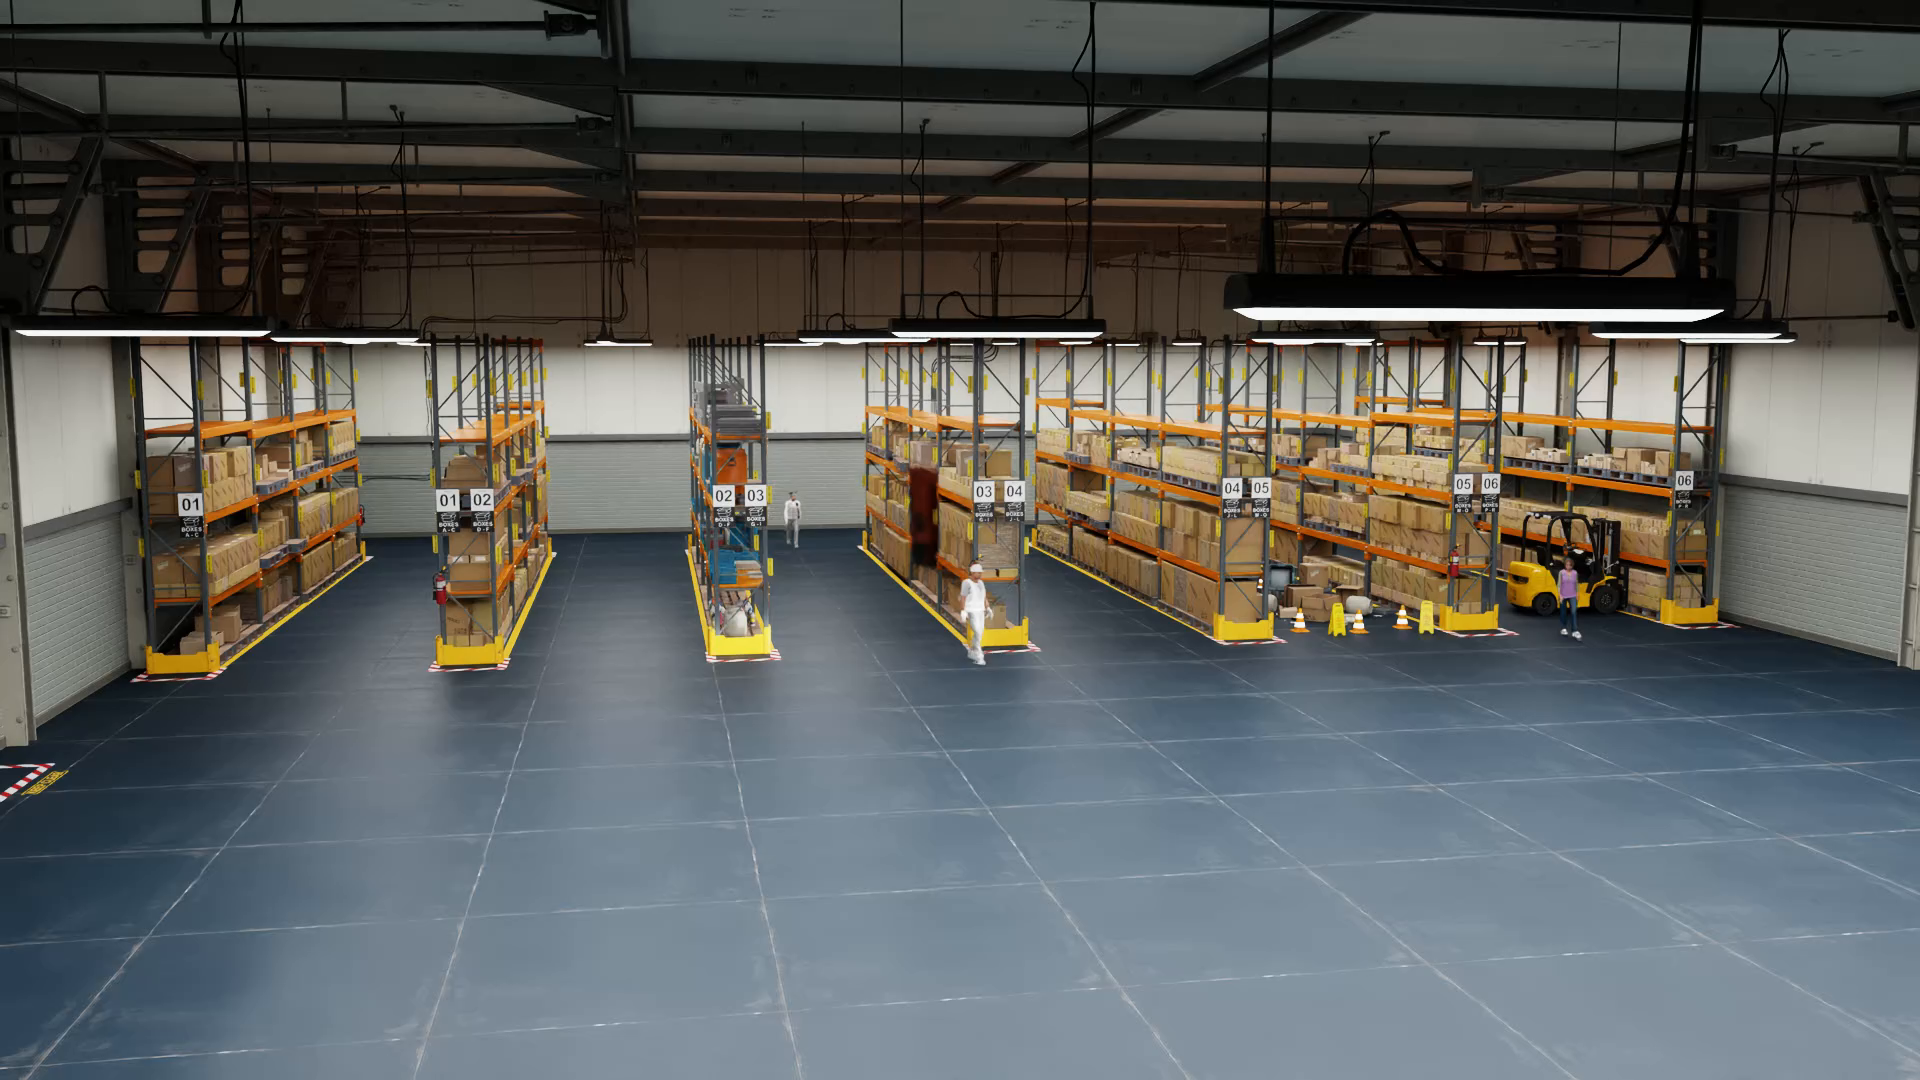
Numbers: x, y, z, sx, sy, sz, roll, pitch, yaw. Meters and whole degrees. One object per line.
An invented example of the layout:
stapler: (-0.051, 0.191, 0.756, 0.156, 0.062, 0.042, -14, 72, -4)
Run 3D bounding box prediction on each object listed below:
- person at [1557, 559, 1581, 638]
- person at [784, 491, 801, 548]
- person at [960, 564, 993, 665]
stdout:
person: (12.101, 1.154, 33.039, 0.468, 1.544, 0.894, 2, 7, 17)
person: (-4.844, -0.616, 48.145, 0.495, 1.615, 1.049, -1, 7, -11)
person: (0.344, 1.367, 30.550, 0.592, 1.833, 0.580, 5, 8, 38)
